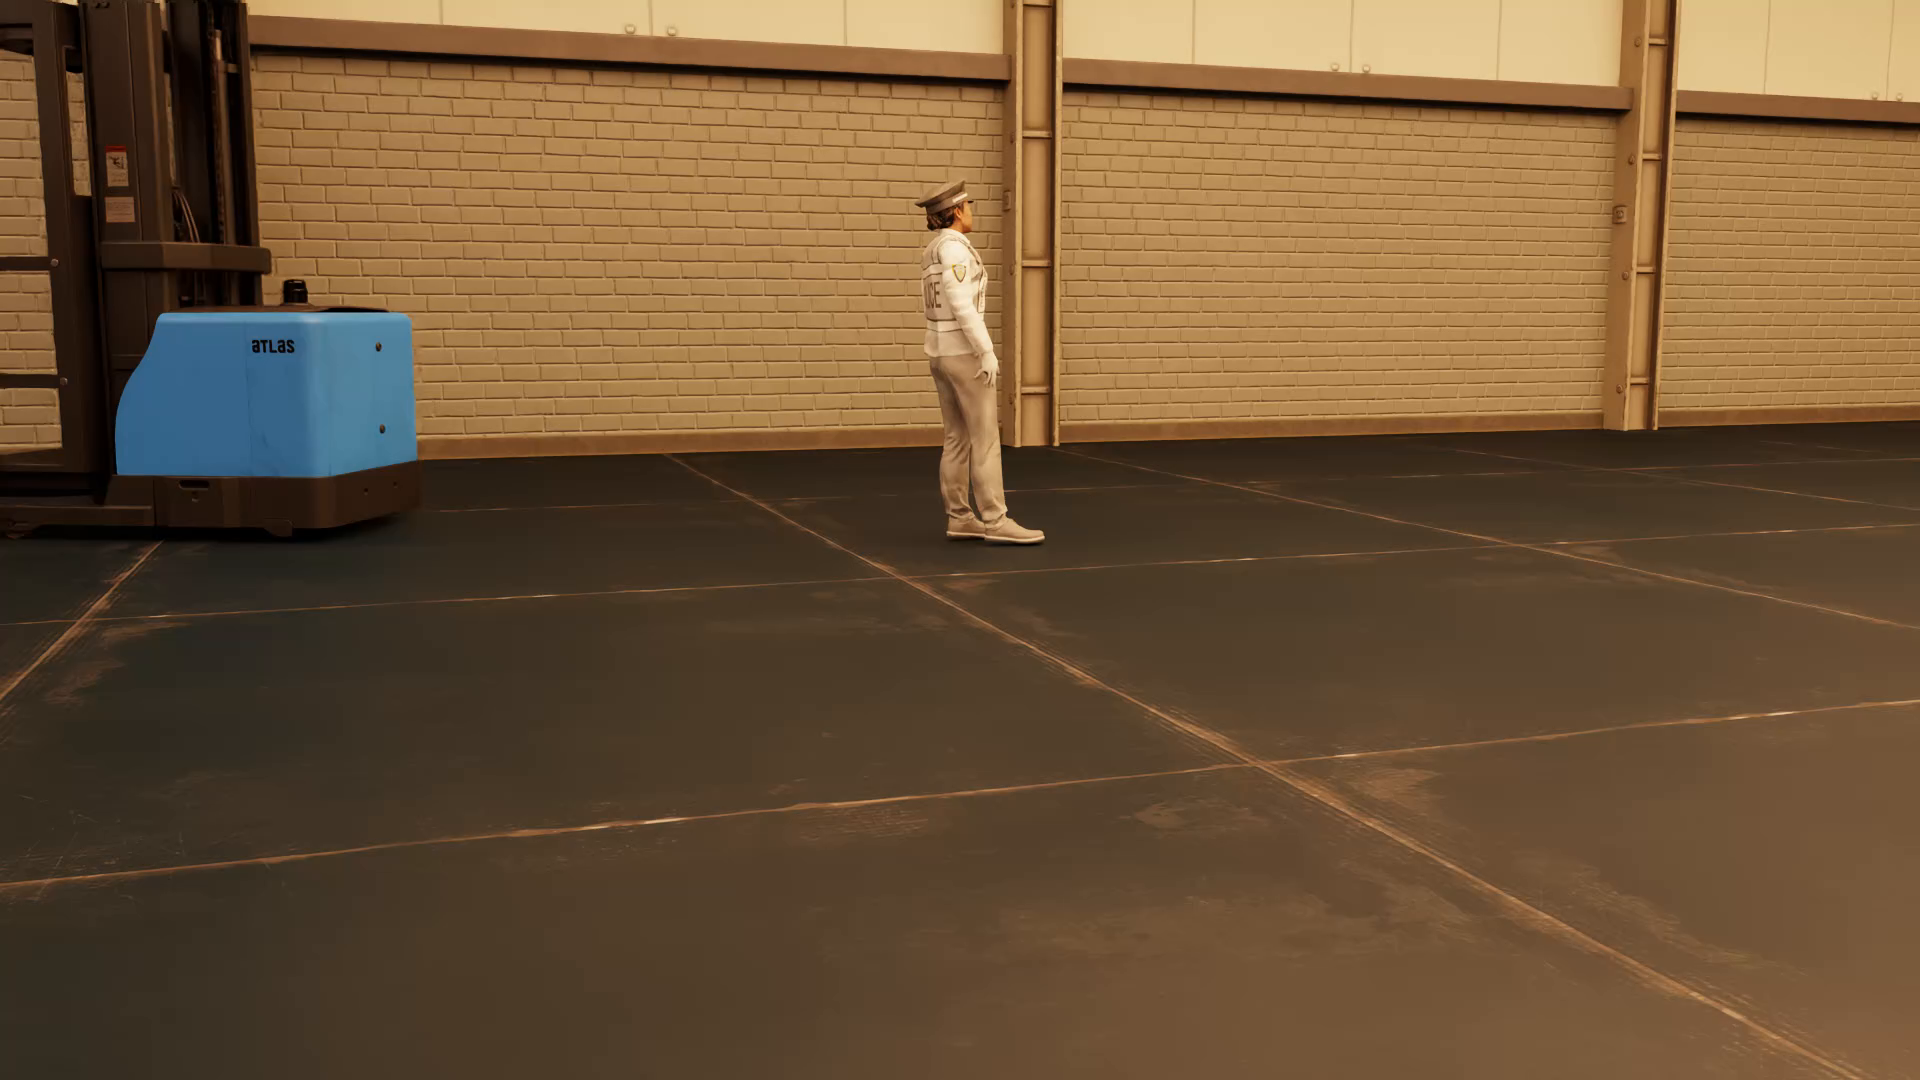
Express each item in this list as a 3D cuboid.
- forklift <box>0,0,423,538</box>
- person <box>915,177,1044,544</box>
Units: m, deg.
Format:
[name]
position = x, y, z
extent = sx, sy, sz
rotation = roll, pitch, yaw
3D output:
[forklift]
position = -4.375, -1.529, 8.291
extent = 3.031, 2.935, 1.130
rotation = 1, 8, 8
[person]
position = 0.068, -0.849, 7.824
extent = 0.530, 1.694, 0.586
rotation = -3, 8, -18
